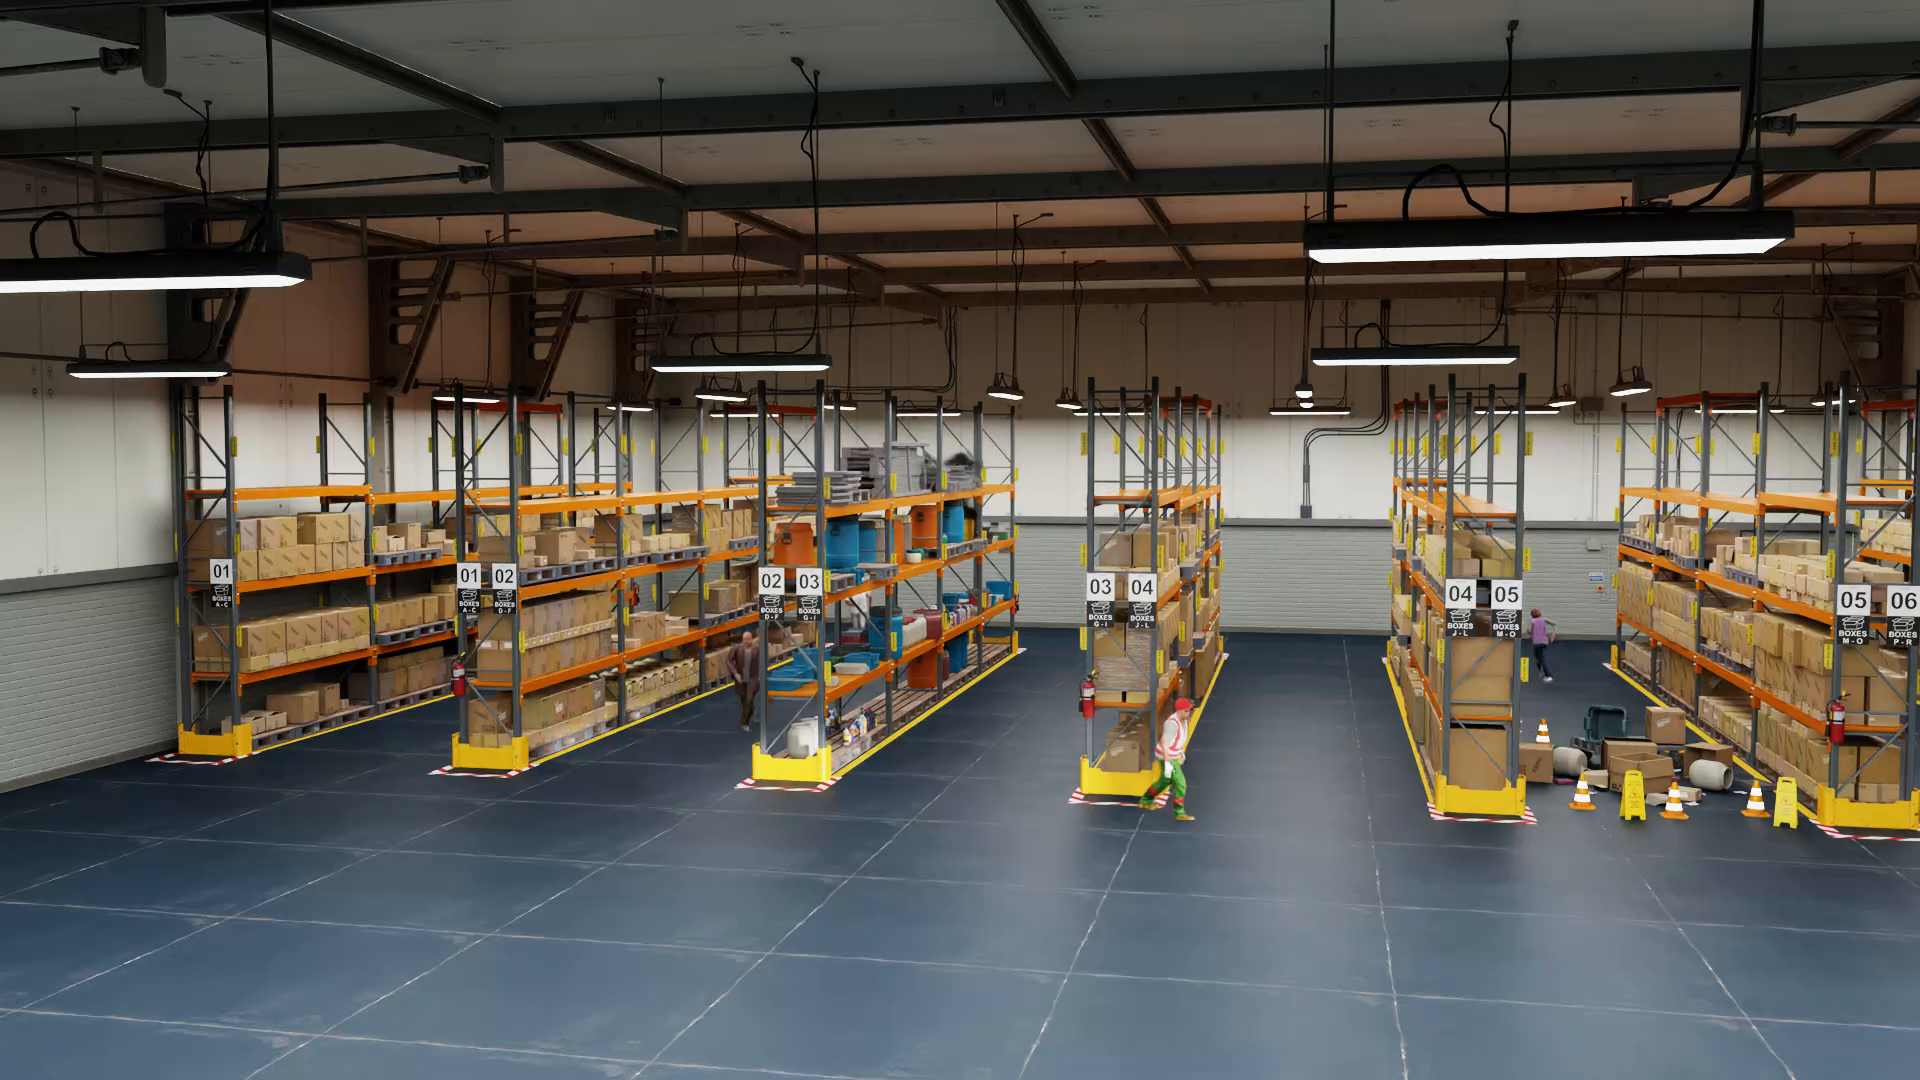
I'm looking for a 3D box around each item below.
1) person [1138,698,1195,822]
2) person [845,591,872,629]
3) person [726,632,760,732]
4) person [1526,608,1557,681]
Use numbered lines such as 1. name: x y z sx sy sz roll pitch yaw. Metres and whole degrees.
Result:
1. person: 2.752 2.923 22.383 0.923 1.673 0.639 2 4 34
2. person: -2.520 1.817 41.257 0.665 1.811 0.830 0 3 -2
3. person: -3.781 2.512 29.550 0.708 1.717 0.812 0 3 -2
4. person: 12.393 2.231 35.480 0.546 1.524 0.816 -1 3 -17
